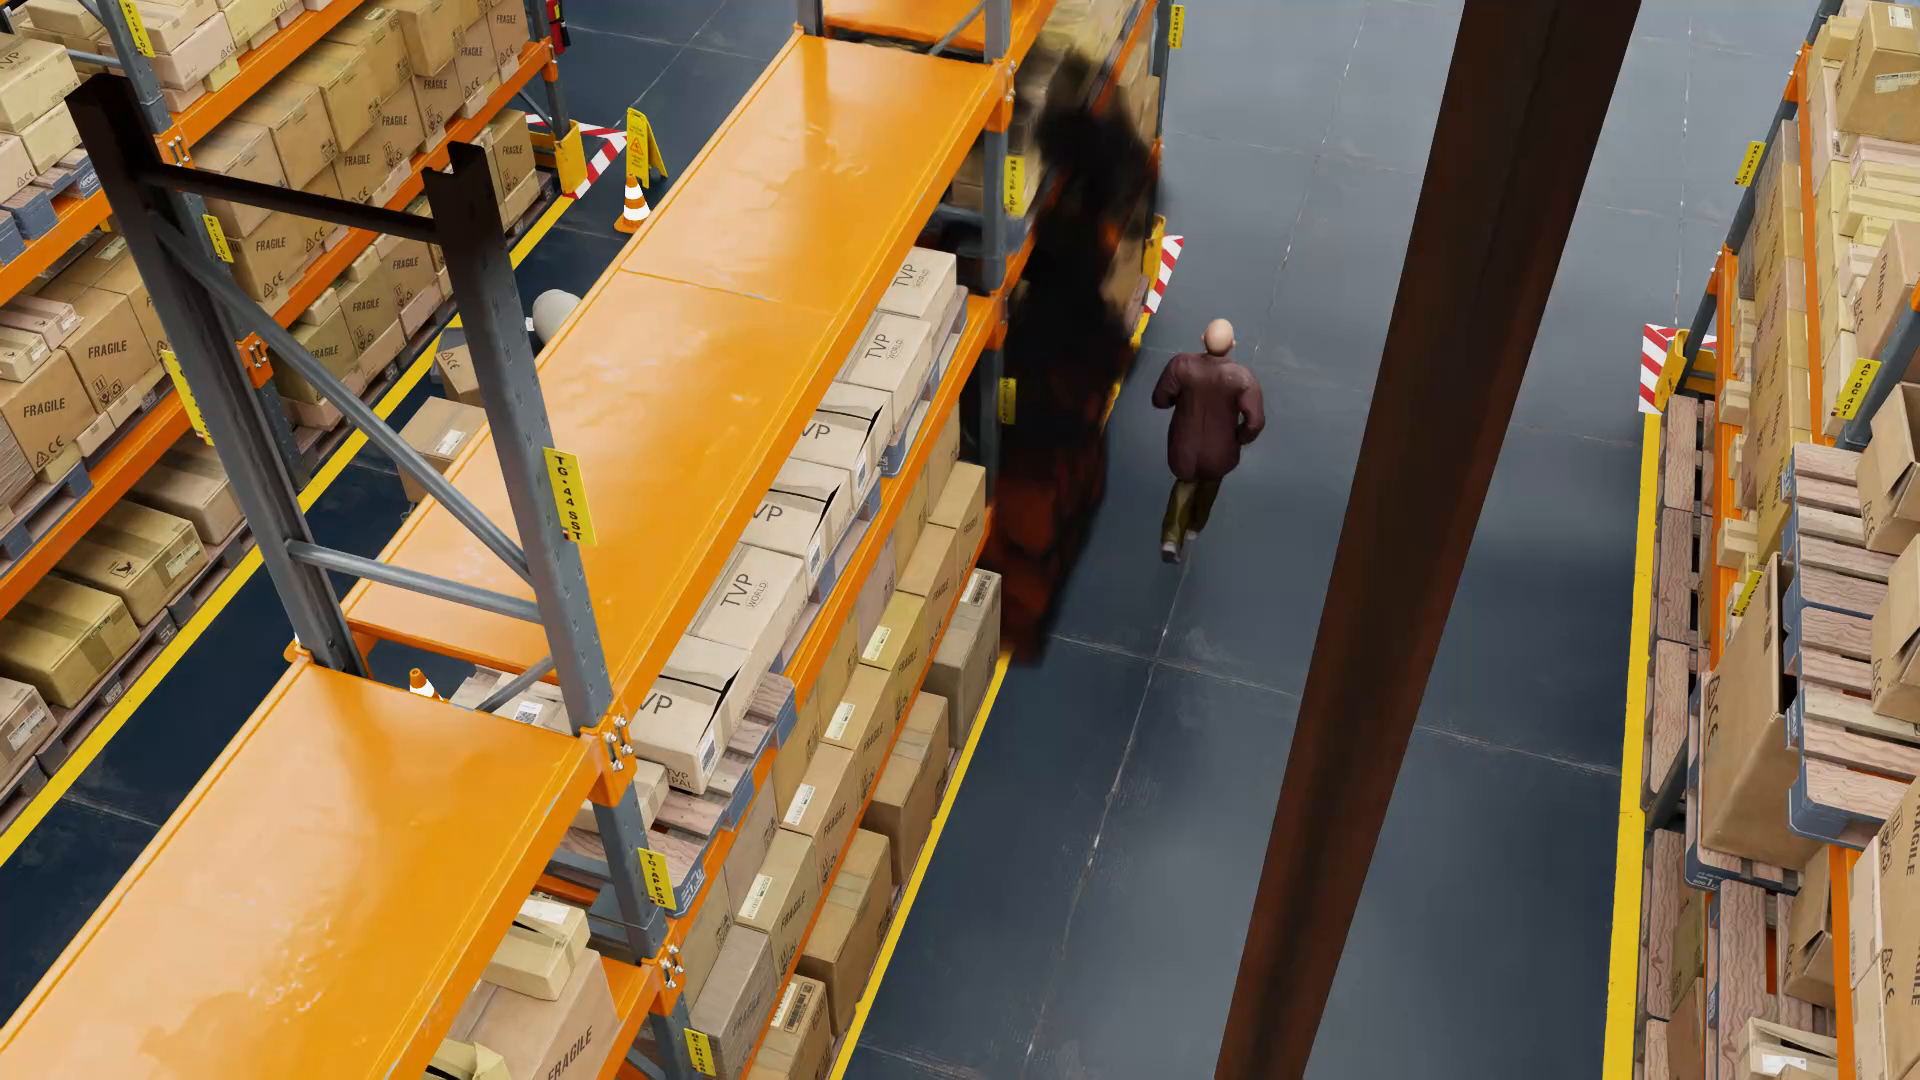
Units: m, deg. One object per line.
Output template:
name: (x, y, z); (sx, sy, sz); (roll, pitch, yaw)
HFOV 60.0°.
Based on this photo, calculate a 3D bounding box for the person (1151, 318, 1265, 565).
person: (1.476, -0.574, 10.083); (0.693, 1.767, 0.790); (13, 47, 12)
